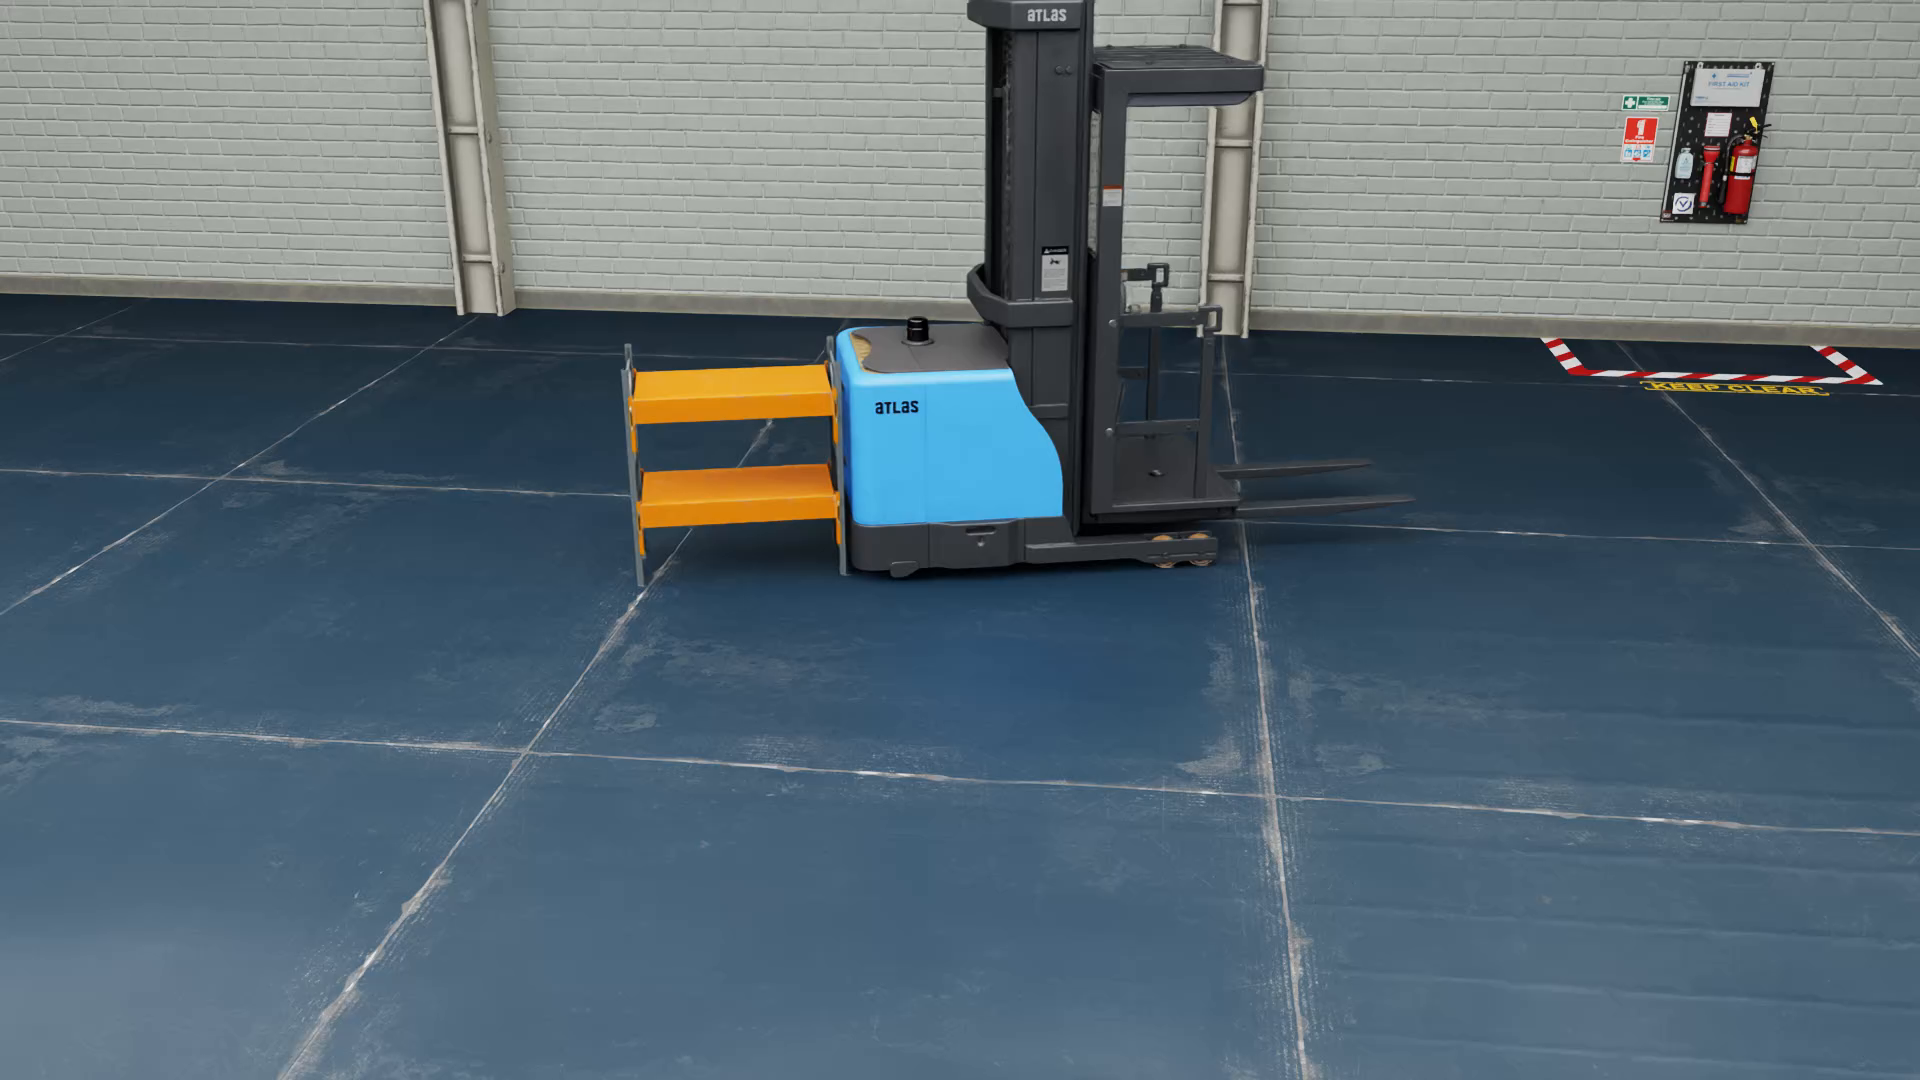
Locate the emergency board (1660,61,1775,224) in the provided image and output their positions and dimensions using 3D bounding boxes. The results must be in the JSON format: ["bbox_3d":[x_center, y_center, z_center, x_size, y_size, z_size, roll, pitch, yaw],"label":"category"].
[{"bbox_3d":[5.567,-2.887,12.162,0.643,1.169,0.194,2,22,6],"label":"emergency board"}]

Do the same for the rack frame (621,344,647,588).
[{"bbox_3d":[-1.636,-0.375,8.359,0.032,1.125,0.500,-3,22,-8],"label":"rack frame"}]

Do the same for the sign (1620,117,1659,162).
[{"bbox_3d":[5.030,-2.965,12.312,0.234,0.329,0.001,2,22,6],"label":"sign"}]

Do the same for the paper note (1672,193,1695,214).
[{"bbox_3d":[5.400,-2.510,12.407,0.142,0.148,0.016,2,22,6],"label":"paper note"}]

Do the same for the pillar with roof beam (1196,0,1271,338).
[{"bbox_3d":[1.552,-4.244,7.435,0.400,9.000,9.100,2,22,6],"label":"pillar with roof beam"}]

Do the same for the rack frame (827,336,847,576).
[{"bbox_3d":[-0.630,-0.431,8.500,0.032,1.125,0.500,-3,22,-8],"label":"rack frame"}]

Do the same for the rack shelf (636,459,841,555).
[{"bbox_3d":[-1.133,-0.176,8.519,1.000,0.278,0.538,-3,22,-8],"label":"rack shelf"}]

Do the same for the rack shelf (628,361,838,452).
[{"bbox_3d":[-1.133,-0.675,8.322,1.000,0.278,0.538,-3,22,-8],"label":"rack shelf"}]

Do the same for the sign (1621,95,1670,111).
[{"bbox_3d":[5.034,-3.208,12.205,0.331,0.109,0.001,2,22,6],"label":"sign"}]

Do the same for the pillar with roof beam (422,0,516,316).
[{"bbox_3d":[-4.406,-4.503,8.091,0.400,9.000,9.100,2,22,6],"label":"pillar with roof beam"}]

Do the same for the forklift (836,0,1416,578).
[{"bbox_3d":[0.889,-1.407,8.512,3.031,2.935,1.130,-3,22,-8],"label":"forklift"}]

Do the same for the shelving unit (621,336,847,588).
[{"bbox_3d":[-1.133,-0.403,8.429,1.048,1.125,0.538,-3,22,-8],"label":"shelving unit"}]
